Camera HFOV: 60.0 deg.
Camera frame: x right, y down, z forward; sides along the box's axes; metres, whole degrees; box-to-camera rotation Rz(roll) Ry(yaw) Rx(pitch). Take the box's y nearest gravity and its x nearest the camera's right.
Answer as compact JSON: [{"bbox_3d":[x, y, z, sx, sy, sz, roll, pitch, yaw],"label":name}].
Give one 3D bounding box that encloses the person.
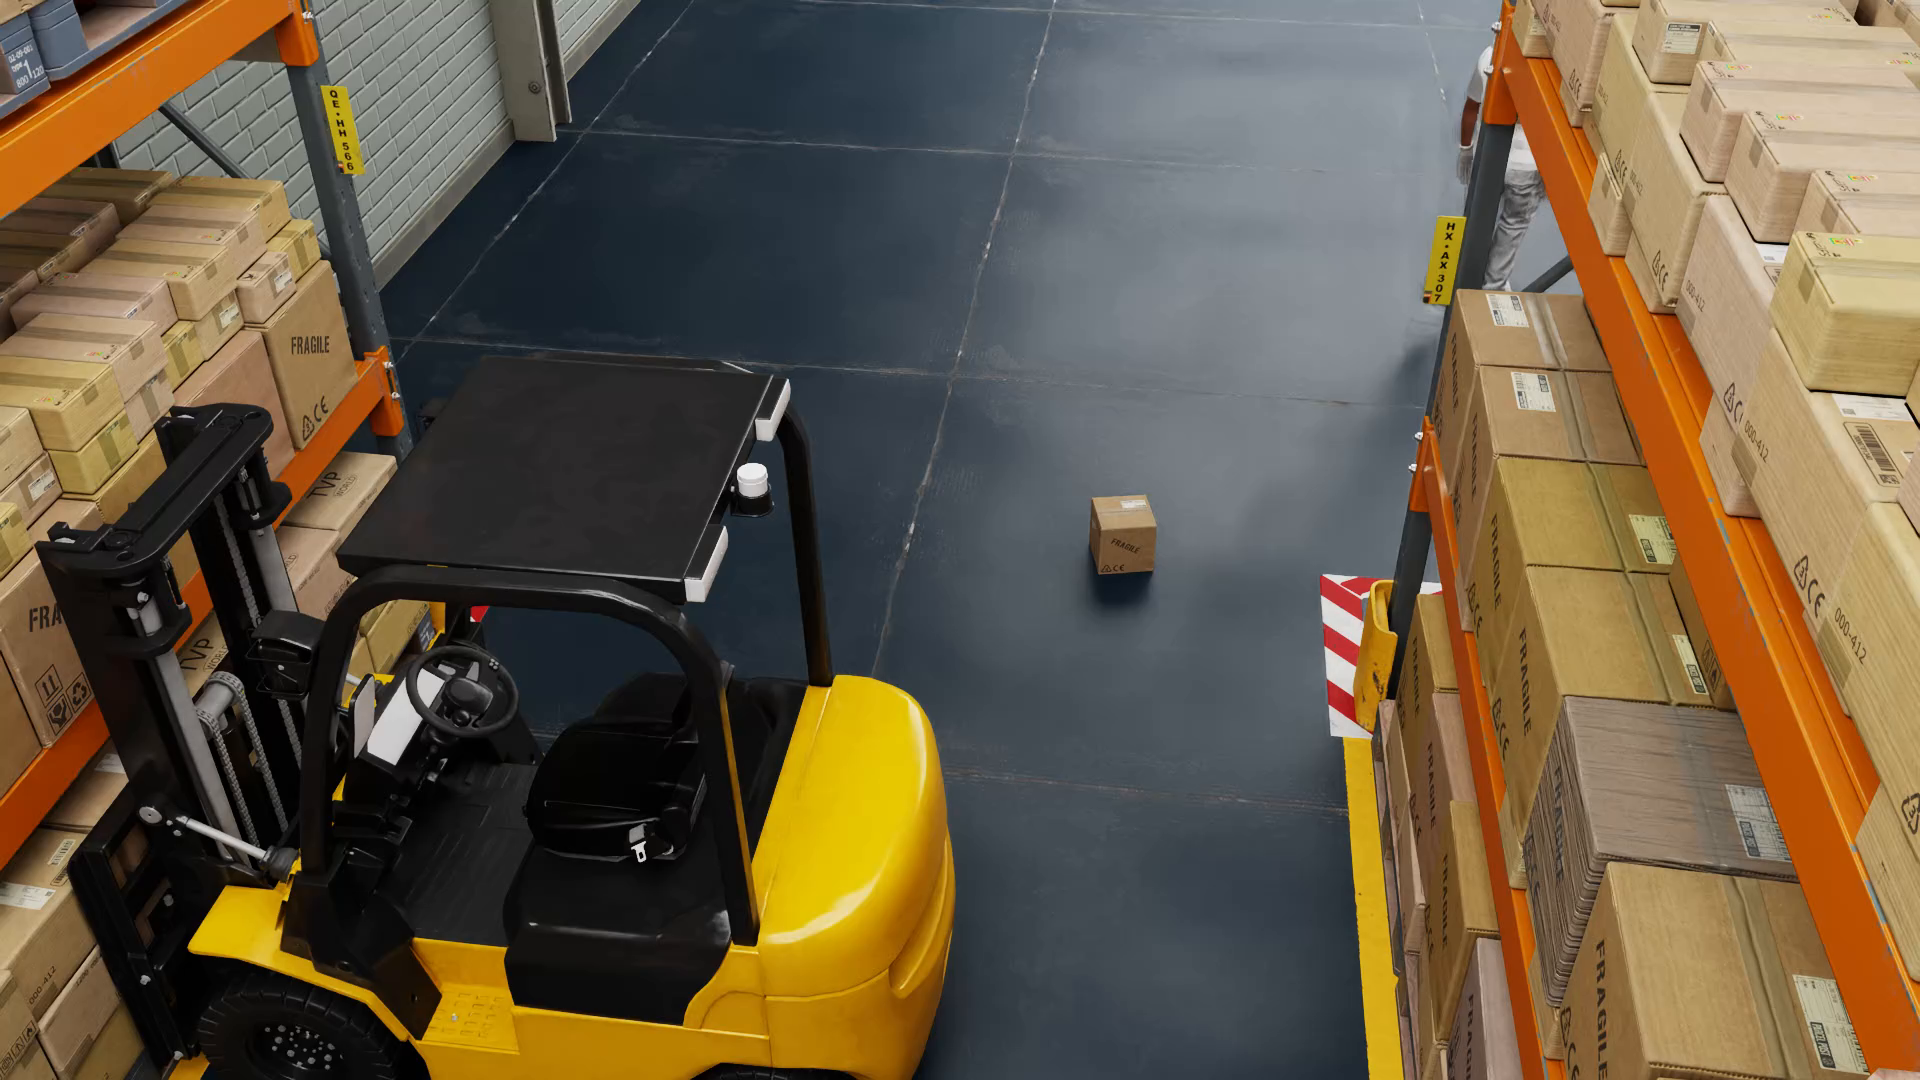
[{"bbox_3d":[2.934,-2.038,8.924,0.551,1.771,0.590,25,43,30],"label":"person"}]
